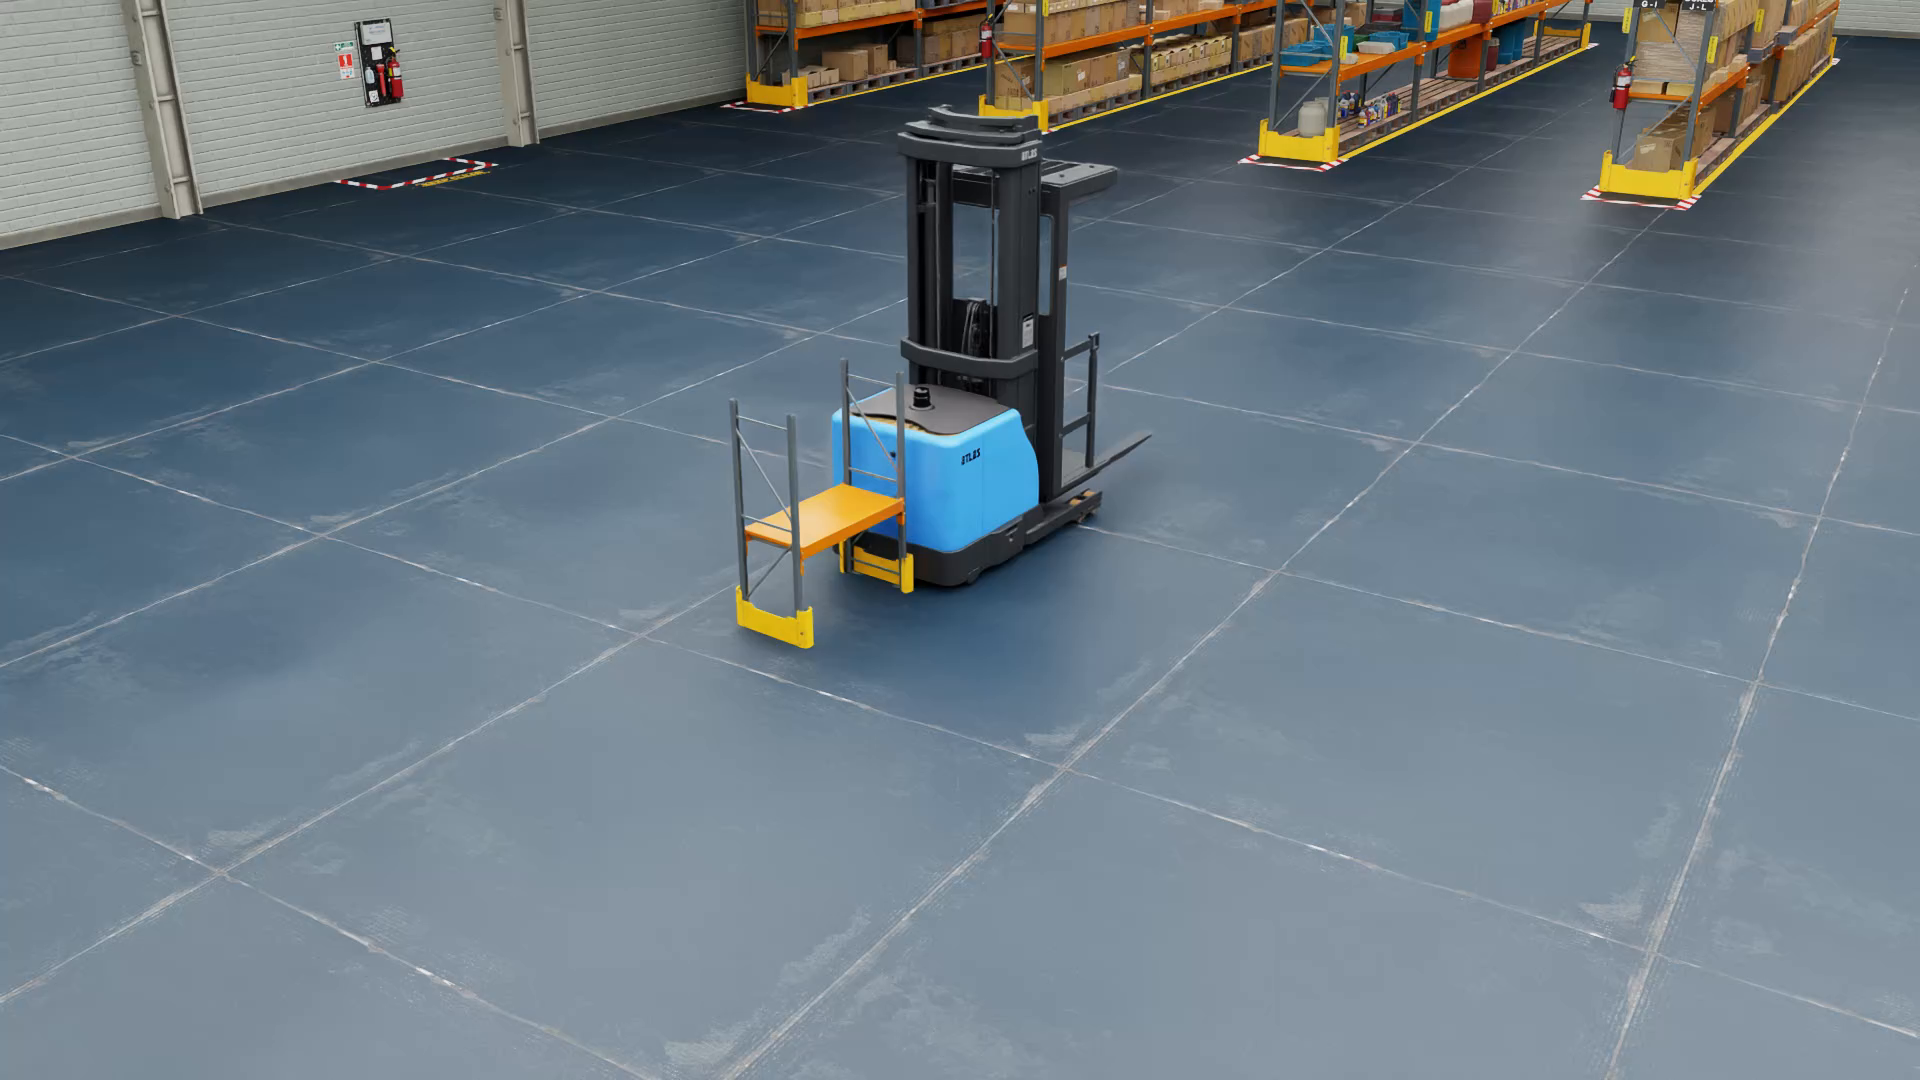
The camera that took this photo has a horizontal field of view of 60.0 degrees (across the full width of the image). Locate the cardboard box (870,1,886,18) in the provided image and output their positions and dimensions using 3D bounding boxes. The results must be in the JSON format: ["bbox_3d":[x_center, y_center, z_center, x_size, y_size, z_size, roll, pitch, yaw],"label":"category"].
[{"bbox_3d":[-1.727,-9.927,31.069,0.500,0.250,0.500,14,27,29],"label":"cardboard box"}]

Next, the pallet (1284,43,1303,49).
[{"bbox_3d":[6.821,-10.650,36.087,1.003,0.211,1.213,14,27,29],"label":"pallet"}]

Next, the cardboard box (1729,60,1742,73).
[{"bbox_3d":[11.188,-6.924,24.285,0.380,0.149,0.250,14,27,29],"label":"cardboard box"}]

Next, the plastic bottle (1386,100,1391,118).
[{"bbox_3d":[6.958,-7.022,27.061,0.061,0.283,0.133,16,28,32],"label":"plastic bottle"}]

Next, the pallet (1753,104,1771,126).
[{"bbox_3d":[13.109,-7.242,28.214,1.003,0.211,1.213,14,27,29],"label":"pallet"}]

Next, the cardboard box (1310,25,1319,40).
[{"bbox_3d":[7.623,-11.277,36.854,0.500,0.311,0.500,14,27,29],"label":"cardboard box"}]

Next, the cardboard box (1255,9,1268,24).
[{"bbox_3d":[6.228,-11.162,35.407,0.500,0.250,0.500,14,27,29],"label":"cardboard box"}]

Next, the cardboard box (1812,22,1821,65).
[{"bbox_3d":[16.048,-9.559,32.201,0.875,0.875,0.875,14,27,29],"label":"cardboard box"}]

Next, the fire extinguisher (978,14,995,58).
[{"bbox_3d":[0.431,-8.184,26.978,0.296,0.674,0.183,14,27,29],"label":"fire extinguisher"}]

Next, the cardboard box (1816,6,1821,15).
[{"bbox_3d":[16.071,-10.050,31.506,0.380,0.149,0.250,14,27,29],"label":"cardboard box"}]

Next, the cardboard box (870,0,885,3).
[{"bbox_3d":[-1.732,-10.272,30.922,0.500,0.500,0.500,13,27,27],"label":"cardboard box"}]

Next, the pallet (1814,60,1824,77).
[{"bbox_3d":[16.742,-9.509,33.451,1.003,0.211,1.213,14,27,29],"label":"pallet"}]

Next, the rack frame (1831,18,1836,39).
[{"bbox_3d":[17.742,-11.485,34.505,1.000,3.000,0.127,14,27,29],"label":"rack frame"}]

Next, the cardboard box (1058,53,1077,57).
[{"bbox_3d":[1.698,-8.190,28.881,0.500,0.500,0.500,14,27,29],"label":"cardboard box"}]

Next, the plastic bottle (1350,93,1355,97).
[{"bbox_3d":[6.516,-7.295,27.699,0.152,0.276,0.135,15,28,31],"label":"plastic bottle"}]

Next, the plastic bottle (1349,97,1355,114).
[{"bbox_3d":[6.452,-7.163,27.402,0.097,0.271,0.097,0,23,0],"label":"plastic bottle"}]

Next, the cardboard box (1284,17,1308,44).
[{"bbox_3d":[7.201,-11.041,36.071,0.500,0.500,0.500,14,27,29],"label":"cardboard box"}]

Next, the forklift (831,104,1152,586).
[{"bbox_3d":[0.385,-1.573,11.695,1.130,2.935,3.031,15,28,32],"label":"forklift"}]

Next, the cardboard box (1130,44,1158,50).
[{"bbox_3d":[3.502,-9.242,31.551,0.500,0.311,0.500,14,27,29],"label":"cardboard box"}]

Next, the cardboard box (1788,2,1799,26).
[{"bbox_3d":[14.010,-8.938,28.496,0.500,0.500,0.500,15,27,30],"label":"cardboard box"}]

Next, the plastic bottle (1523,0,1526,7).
[{"bbox_3d":[11.032,-10.622,32.667,0.152,0.276,0.135,14,27,29],"label":"plastic bottle"}]

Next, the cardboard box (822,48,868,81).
[{"bbox_3d":[-2.151,-8.898,31.122,0.700,0.500,0.500,12,26,26],"label":"cardboard box"}]

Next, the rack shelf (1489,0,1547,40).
[{"bbox_3d":[10.369,-10.168,32.368,1.077,0.370,4.000,14,27,29],"label":"rack shelf"}]

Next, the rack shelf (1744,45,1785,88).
[{"bbox_3d":[12.467,-7.780,26.852,1.077,0.370,4.000,14,27,29],"label":"rack shelf"}]

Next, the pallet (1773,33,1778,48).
[{"bbox_3d":[12.513,-8.021,26.743,1.003,0.211,1.213,14,27,29],"label":"pallet"}]

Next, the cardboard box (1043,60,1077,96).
[{"bbox_3d":[1.622,-7.741,27.844,0.500,0.500,0.500,14,27,29],"label":"cardboard box"}]

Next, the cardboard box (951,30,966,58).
[{"bbox_3d":[-0.305,-10.205,34.140,0.700,0.500,0.500,14,27,30],"label":"cardboard box"}]

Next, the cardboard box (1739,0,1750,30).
[{"bbox_3d":[10.881,-7.529,23.608,0.500,0.500,0.500,14,27,29],"label":"cardboard box"}]

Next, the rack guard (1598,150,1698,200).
[{"bbox_3d":[9.342,-4.964,22.587,1.175,0.500,0.348,14,27,29],"label":"rack guard"}]

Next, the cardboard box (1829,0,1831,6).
[{"bbox_3d":[17.027,-10.665,32.927,0.380,0.149,0.250,14,27,30],"label":"cardboard box"}]

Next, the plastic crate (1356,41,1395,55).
[{"bbox_3d":[6.563,-7.751,26.211,0.530,0.136,0.437,14,27,29],"label":"plastic crate"}]

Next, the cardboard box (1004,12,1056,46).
[{"bbox_3d":[1.145,-8.363,27.167,0.700,0.500,0.500,14,27,29],"label":"cardboard box"}]

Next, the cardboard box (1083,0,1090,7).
[{"bbox_3d":[1.956,-9.028,27.887,0.380,0.149,0.250,13,27,28],"label":"cardboard box"}]

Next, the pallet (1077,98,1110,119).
[{"bbox_3d":[1.900,-7.560,28.947,1.003,0.211,1.213,14,27,29],"label":"pallet"}]

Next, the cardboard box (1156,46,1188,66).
[{"bbox_3d":[3.968,-9.131,31.293,0.500,0.311,0.500,13,27,27],"label":"cardboard box"}]

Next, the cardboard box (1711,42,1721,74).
[{"bbox_3d":[10.078,-6.801,23.184,0.875,0.500,0.500,14,27,29],"label":"cardboard box"}]

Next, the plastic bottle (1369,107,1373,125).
[{"bbox_3d":[6.496,-6.735,26.413,0.097,0.271,0.097,0,23,0],"label":"plastic bottle"}]

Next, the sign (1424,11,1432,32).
[{"bbox_3d":[7.666,-8.481,27.217,0.100,0.325,0.005,14,27,29],"label":"sign"}]

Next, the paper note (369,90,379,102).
[{"bbox_3d":[-8.341,-6.316,23.673,0.016,0.148,0.142,14,27,29],"label":"paper note"}]

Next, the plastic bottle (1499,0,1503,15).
[{"bbox_3d":[10.171,-10.040,31.313,0.061,0.283,0.133,14,27,29],"label":"plastic bottle"}]

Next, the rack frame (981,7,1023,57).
[{"bbox_3d":[0.898,-11.899,35.462,1.000,3.000,0.127,14,27,29],"label":"rack frame"}]

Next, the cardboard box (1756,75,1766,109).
[{"bbox_3d":[13.186,-7.610,28.145,0.700,0.500,0.500,12,26,26],"label":"cardboard box"}]

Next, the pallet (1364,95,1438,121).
[{"bbox_3d":[7.586,-7.467,28.732,1.003,0.211,1.213,14,27,29],"label":"pallet"}]

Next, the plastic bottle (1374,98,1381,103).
[{"bbox_3d":[6.869,-7.105,27.262,0.152,0.276,0.135,14,27,29],"label":"plastic bottle"}]

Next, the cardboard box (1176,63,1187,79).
[{"bbox_3d":[3.963,-8.875,31.408,0.500,0.250,0.500,13,27,27],"label":"cardboard box"}]

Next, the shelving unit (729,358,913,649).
[{"bbox_3d":[-0.857,-0.258,10.457,0.587,1.500,1.083,16,28,33],"label":"shelving unit"}]

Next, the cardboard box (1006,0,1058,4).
[{"bbox_3d":[1.173,-8.977,26.951,0.700,0.500,0.500,14,27,29],"label":"cardboard box"}]

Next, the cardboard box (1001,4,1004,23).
[{"bbox_3d":[1.397,-11.326,36.315,0.750,0.750,0.750,13,27,28],"label":"cardboard box"}]

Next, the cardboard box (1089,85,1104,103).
[{"bbox_3d":[2.153,-7.734,28.771,0.500,0.250,0.500,14,27,29],"label":"cardboard box"}]

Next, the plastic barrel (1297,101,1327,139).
[{"bbox_3d":[5.377,-6.412,25.390,0.421,0.512,0.421,0,23,0],"label":"plastic barrel"}]

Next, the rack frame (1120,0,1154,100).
[{"bbox_3d":[2.998,-9.513,29.948,1.000,3.000,0.127,14,27,29],"label":"rack frame"}]

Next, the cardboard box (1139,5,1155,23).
[{"bbox_3d":[3.221,-9.619,30.383,0.500,0.250,0.500,16,28,32],"label":"cardboard box"}]

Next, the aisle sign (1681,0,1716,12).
[{"bbox_3d":[9.524,-7.195,21.321,0.394,0.787,0.004,14,27,29],"label":"aisle sign"}]

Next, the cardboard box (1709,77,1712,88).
[{"bbox_3d":[10.062,-6.267,22.766,0.380,0.149,0.250,14,27,29],"label":"cardboard box"}]

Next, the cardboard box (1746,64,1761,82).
[{"bbox_3d":[12.923,-7.771,27.573,0.500,0.250,0.500,17,29,35],"label":"cardboard box"}]

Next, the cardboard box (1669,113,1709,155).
[{"bbox_3d":[10.611,-5.933,24.298,0.500,0.500,0.500,11,26,24],"label":"cardboard box"}]

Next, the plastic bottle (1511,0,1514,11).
[{"bbox_3d":[10.549,-10.313,31.953,0.152,0.276,0.135,14,27,29],"label":"plastic bottle"}]
